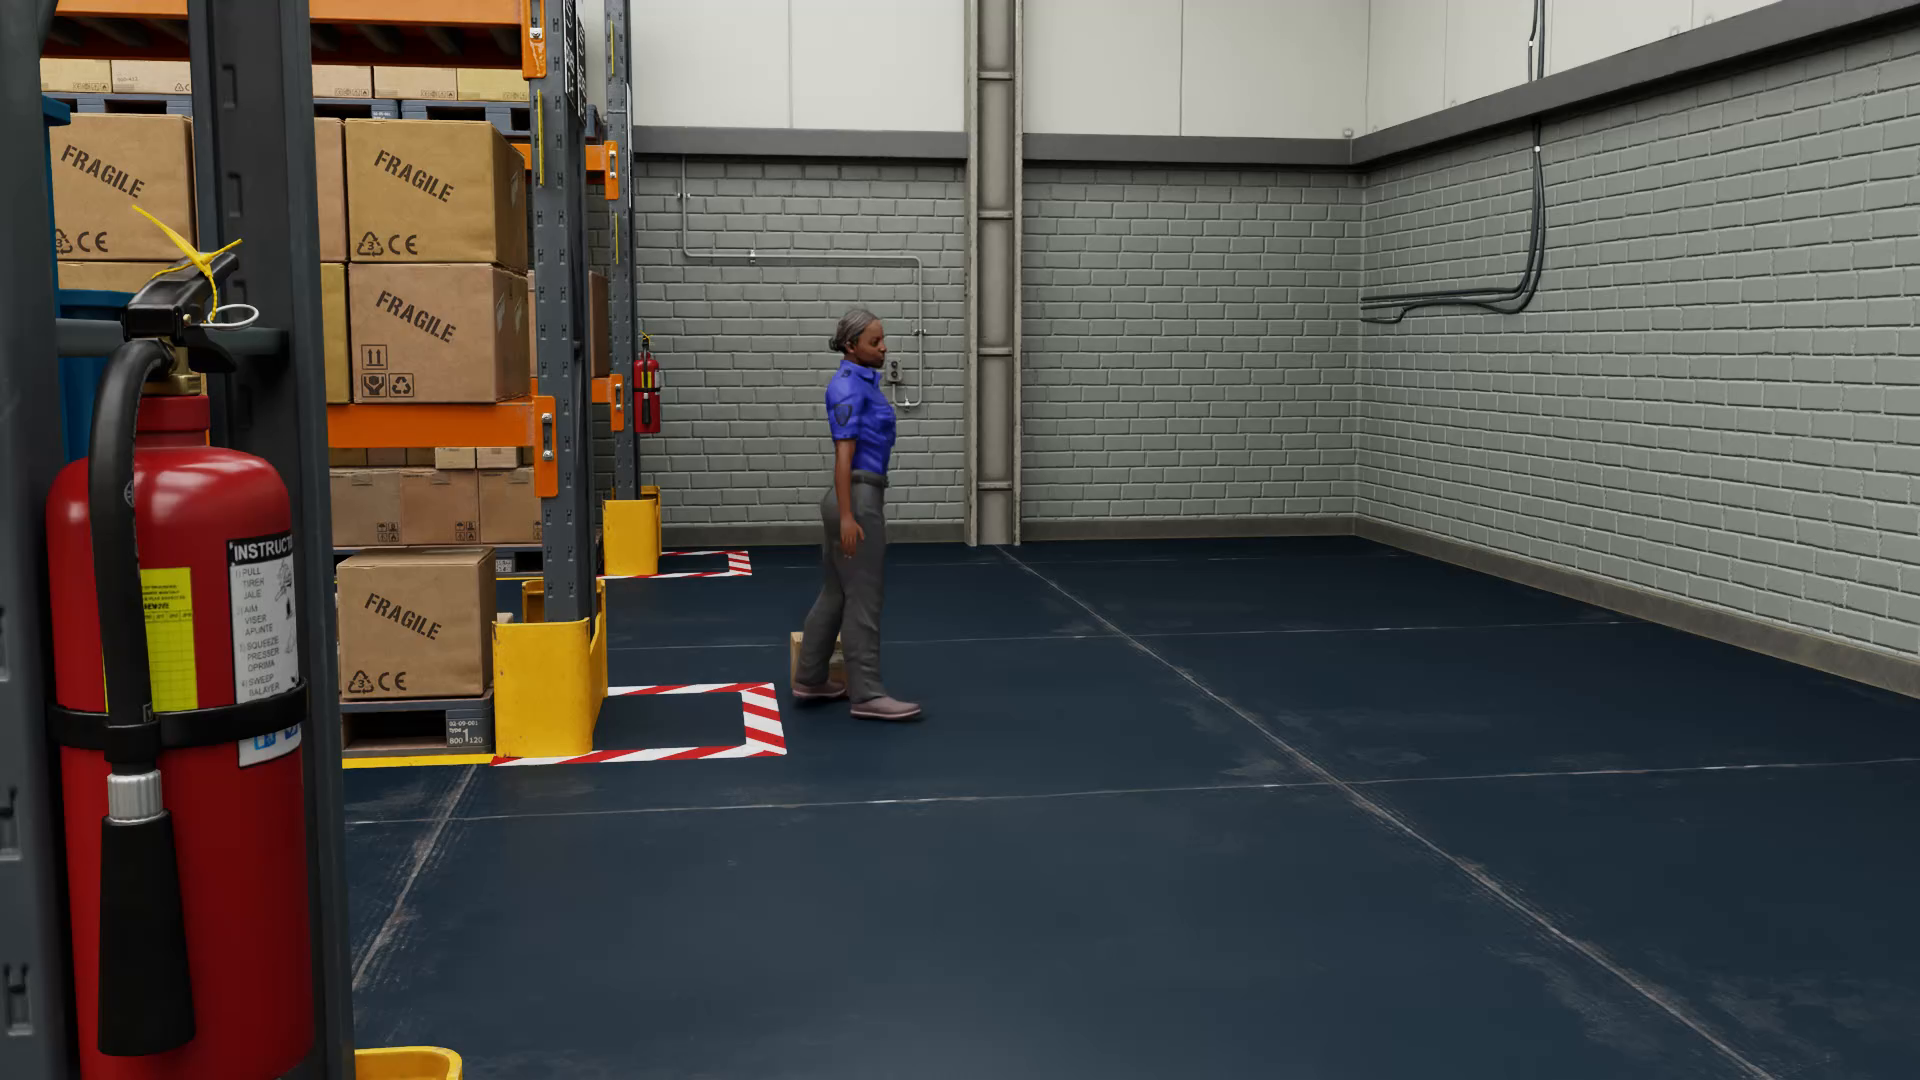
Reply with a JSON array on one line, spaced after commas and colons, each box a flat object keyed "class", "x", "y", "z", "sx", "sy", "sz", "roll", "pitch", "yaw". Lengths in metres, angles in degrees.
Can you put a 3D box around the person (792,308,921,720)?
[{"class": "person", "x": -0.431, "y": -0.115, "z": 6.788, "sx": 0.556, "sy": 1.647, "sz": 0.654, "roll": 0, "pitch": 7, "yaw": 1}]
